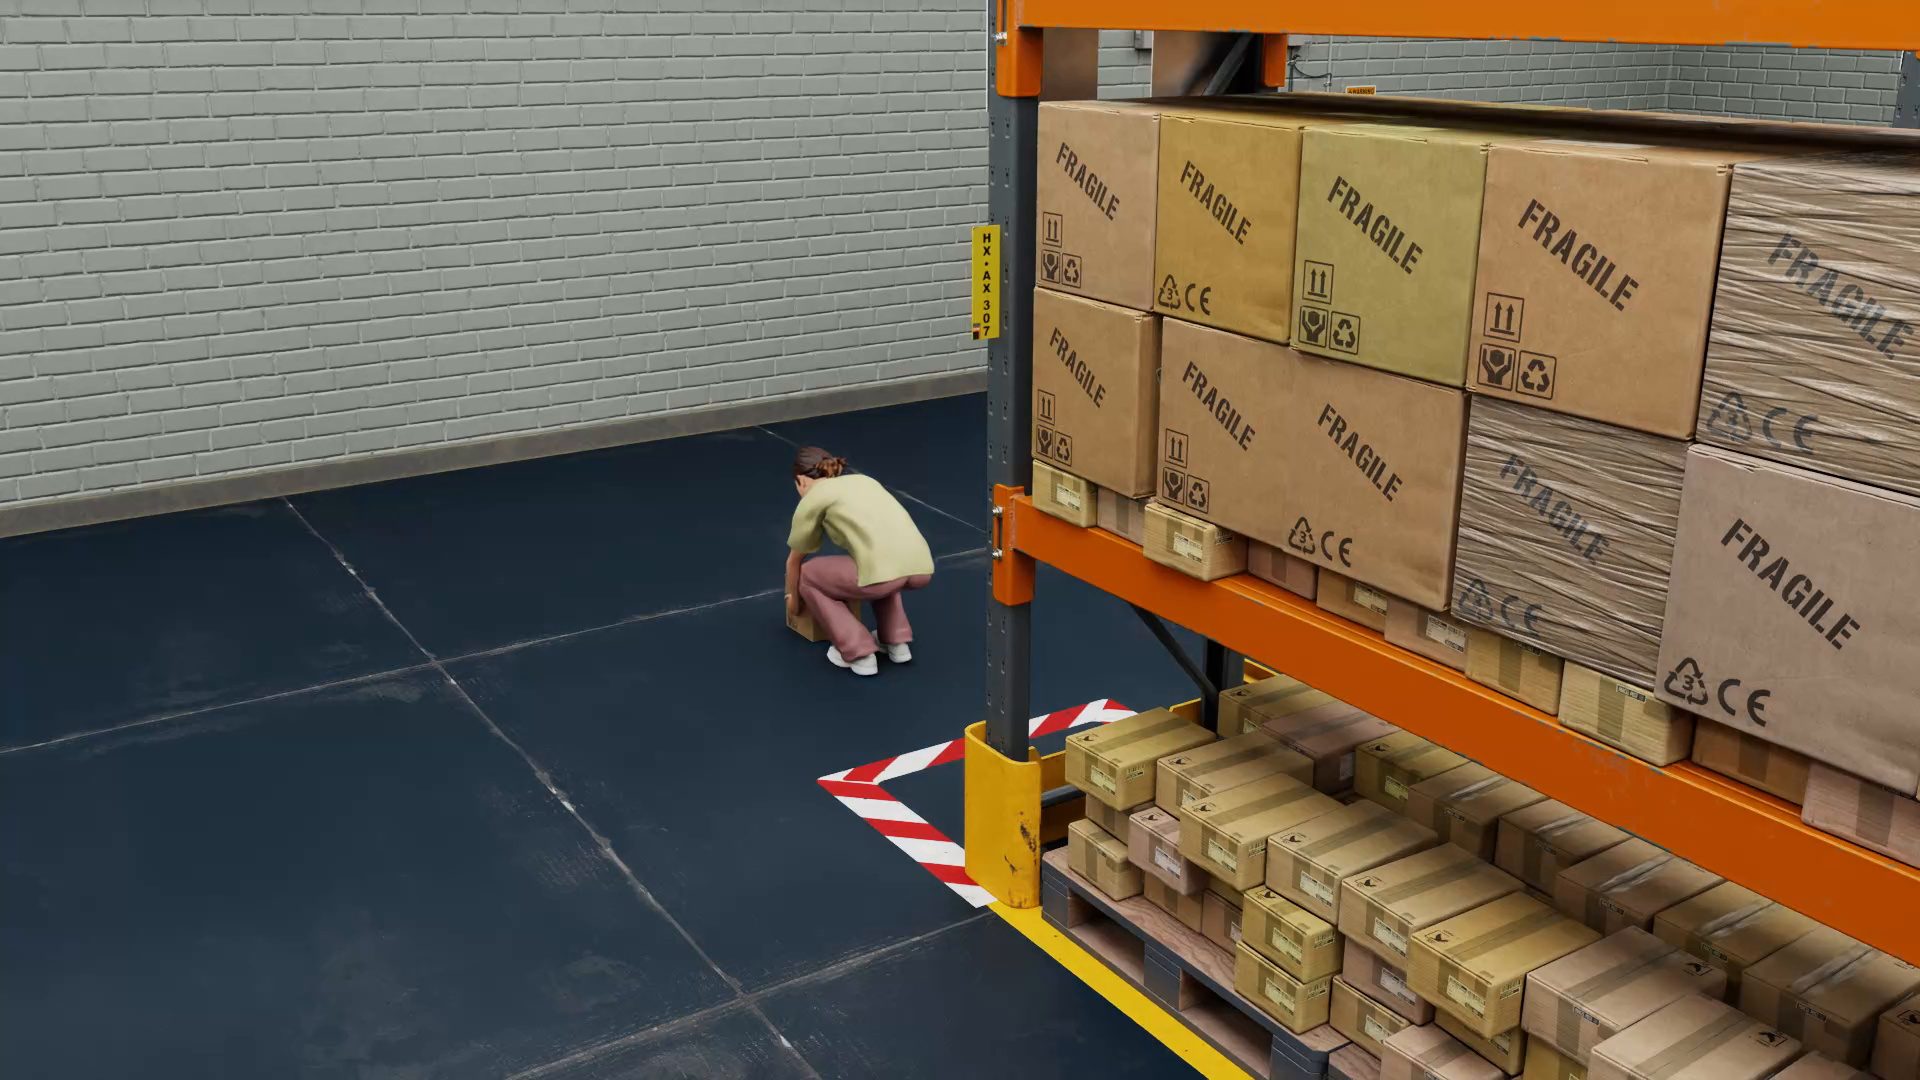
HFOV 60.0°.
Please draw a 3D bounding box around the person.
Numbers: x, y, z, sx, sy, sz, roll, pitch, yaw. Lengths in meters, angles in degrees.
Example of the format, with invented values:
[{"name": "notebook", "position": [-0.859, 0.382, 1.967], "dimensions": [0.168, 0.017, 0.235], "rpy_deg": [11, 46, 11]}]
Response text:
[{"name": "person", "position": [-0.451, 0.083, 7.099], "dimensions": [0.480, 0.873, 0.801], "rpy_deg": [-12, 21, -32]}]
